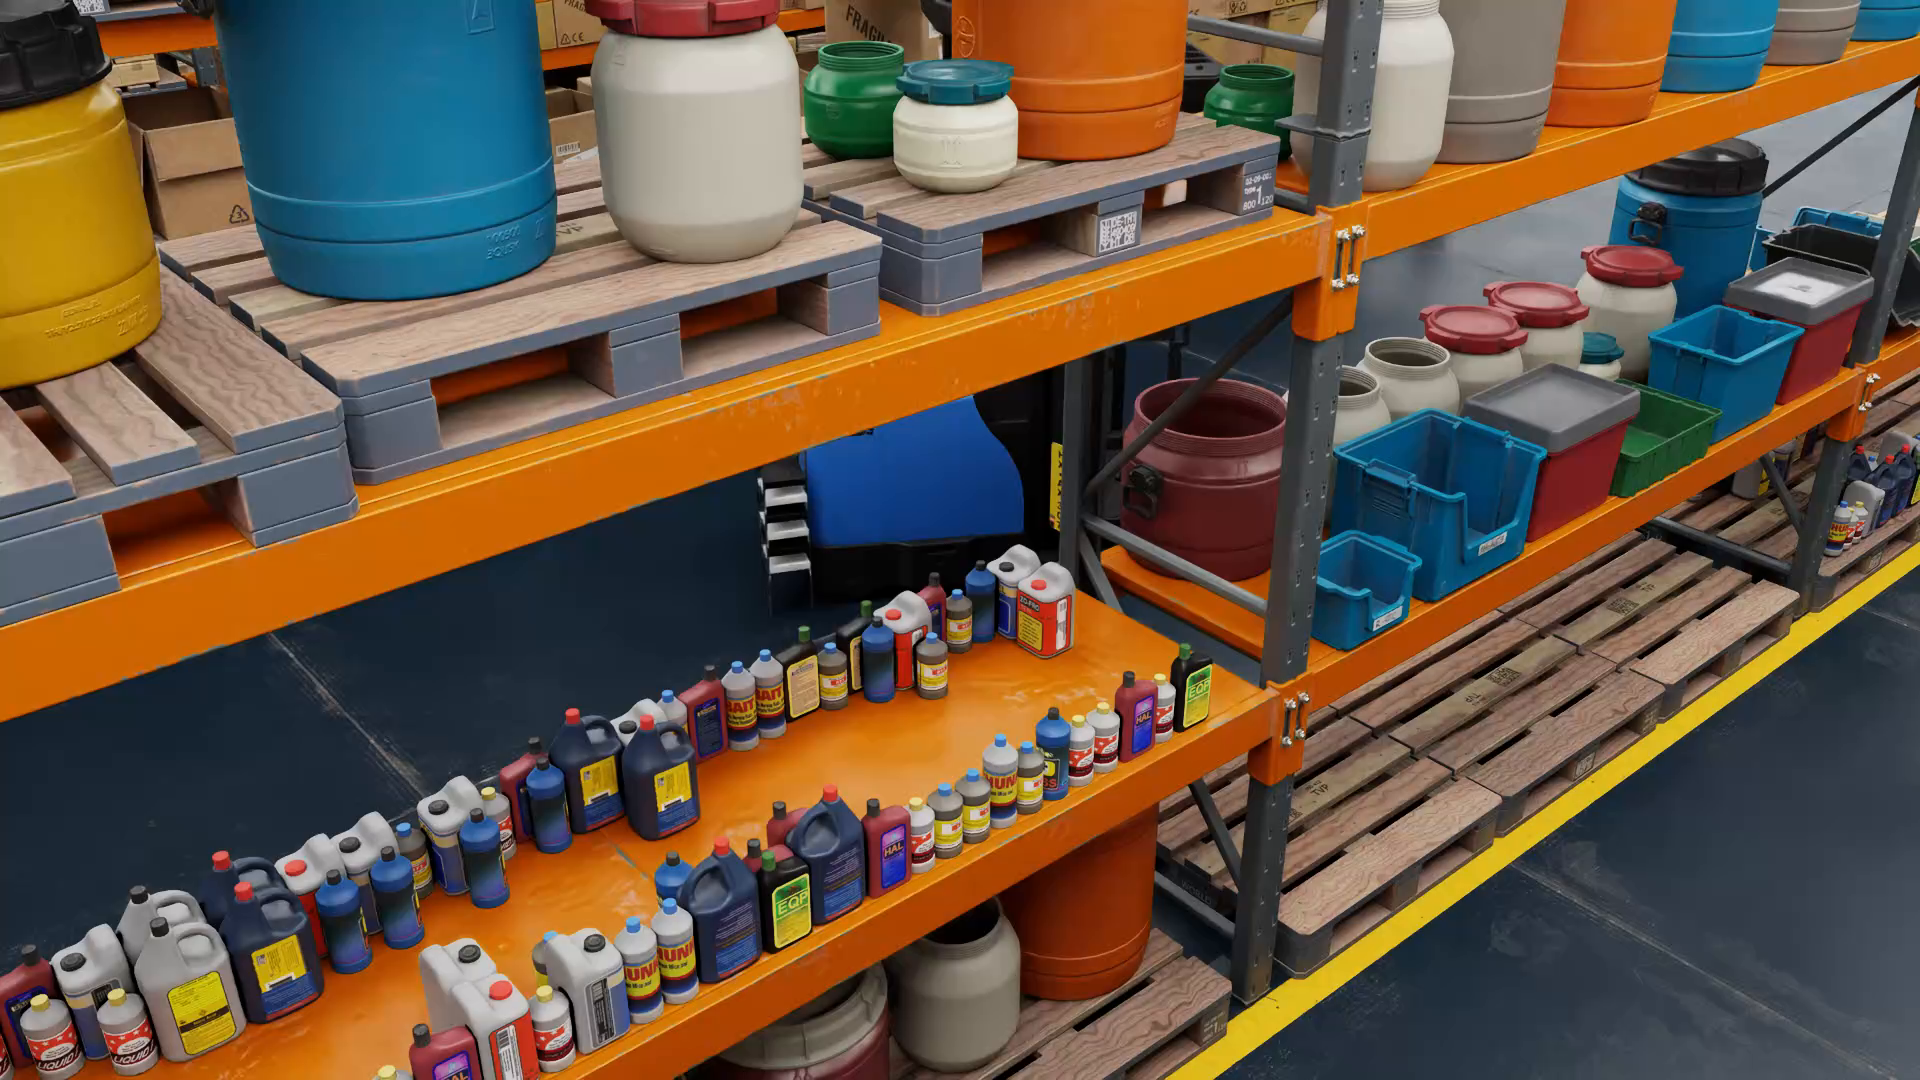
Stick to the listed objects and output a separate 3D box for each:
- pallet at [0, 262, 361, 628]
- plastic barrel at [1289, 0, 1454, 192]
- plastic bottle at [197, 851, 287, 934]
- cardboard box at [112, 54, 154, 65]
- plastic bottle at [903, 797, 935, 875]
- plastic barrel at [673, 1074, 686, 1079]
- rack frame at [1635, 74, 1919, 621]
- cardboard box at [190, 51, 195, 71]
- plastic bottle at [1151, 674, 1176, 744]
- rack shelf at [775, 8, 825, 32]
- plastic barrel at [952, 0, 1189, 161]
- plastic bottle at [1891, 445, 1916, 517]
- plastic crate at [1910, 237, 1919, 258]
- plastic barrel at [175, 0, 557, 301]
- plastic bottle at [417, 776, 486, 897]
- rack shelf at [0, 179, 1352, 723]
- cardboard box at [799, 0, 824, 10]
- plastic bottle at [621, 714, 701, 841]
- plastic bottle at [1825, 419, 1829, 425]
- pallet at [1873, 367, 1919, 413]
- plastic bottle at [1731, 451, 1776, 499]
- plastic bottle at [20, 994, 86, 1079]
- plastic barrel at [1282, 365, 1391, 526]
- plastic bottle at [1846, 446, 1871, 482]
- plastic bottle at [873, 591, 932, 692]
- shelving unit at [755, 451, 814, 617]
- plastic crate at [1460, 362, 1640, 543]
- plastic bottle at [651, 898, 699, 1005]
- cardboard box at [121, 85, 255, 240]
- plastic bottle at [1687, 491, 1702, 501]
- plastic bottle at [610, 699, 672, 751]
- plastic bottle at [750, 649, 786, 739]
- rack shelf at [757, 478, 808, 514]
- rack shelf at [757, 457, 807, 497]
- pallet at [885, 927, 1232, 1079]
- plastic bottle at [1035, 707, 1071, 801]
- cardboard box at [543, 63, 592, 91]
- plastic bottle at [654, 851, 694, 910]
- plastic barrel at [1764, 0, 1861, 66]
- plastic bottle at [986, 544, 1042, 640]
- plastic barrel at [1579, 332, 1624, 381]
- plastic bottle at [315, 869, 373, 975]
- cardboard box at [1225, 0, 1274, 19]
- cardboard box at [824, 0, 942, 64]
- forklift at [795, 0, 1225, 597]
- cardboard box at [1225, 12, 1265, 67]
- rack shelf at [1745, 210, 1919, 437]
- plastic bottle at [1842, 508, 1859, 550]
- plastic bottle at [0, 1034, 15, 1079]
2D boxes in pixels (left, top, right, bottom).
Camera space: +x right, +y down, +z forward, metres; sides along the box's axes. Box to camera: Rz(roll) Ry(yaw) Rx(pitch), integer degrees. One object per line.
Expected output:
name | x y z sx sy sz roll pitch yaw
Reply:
pallet | -1.800 -0.199 2.957 1.003 0.211 1.213 -22 35 -35
plastic barrel | 1.146 -1.265 4.634 0.421 0.512 0.421 0 28 0
plastic bottle | -1.705 0.883 3.968 0.185 0.351 0.144 -22 35 -35
cardboard box | -5.727 -3.384 11.406 0.250 0.149 0.380 -21 35 -34
plastic bottle | -0.114 0.764 4.348 0.097 0.201 0.097 0 28 0
plastic barrel | -0.881 1.710 4.561 0.421 0.512 0.421 0 28 0
rack frame | 3.753 -1.131 7.685 0.127 3.000 1.000 -22 35 -35
cardboard box | -5.478 -3.771 12.518 0.500 0.500 0.500 -22 35 -35
plastic bottle | 0.580 0.485 4.870 0.097 0.201 0.097 0 28 0
rack shelf | -1.082 -5.011 15.708 4.000 0.370 1.077 -22 35 -35
plastic barrel | 0.277 -1.433 4.165 0.708 0.830 0.600 -22 35 -35
plastic bottle | 4.780 -0.313 8.497 0.185 0.351 0.144 -24 36 -37
plastic crate | 4.969 -1.352 8.322 0.662 0.188 0.450 -22 35 -35
plastic barrel | -1.133 -0.990 3.261 0.708 0.901 0.600 -22 35 -35
plastic bottle | -1.302 0.756 4.284 0.135 0.276 0.152 -22 35 -35
rack shelf | -0.811 -0.302 3.713 4.000 0.370 1.077 -22 35 -35
cardboard box | -1.440 -5.199 15.137 0.550 0.550 0.875 -22 35 -35
plastic bottle | -0.807 0.616 4.468 0.185 0.351 0.144 -22 35 -35
plastic bottle | 4.954 -0.798 9.489 0.097 0.271 0.097 0 28 0
pallet | 6.148 -0.838 10.095 1.213 0.211 1.003 -22 35 -35
plastic bottle | 4.150 -0.406 8.671 0.185 0.351 0.144 -22 35 -35
plastic bottle | -2.031 1.103 3.715 0.097 0.201 0.097 0 28 0
plastic barrel | 1.354 -0.348 6.101 0.421 0.512 0.421 0 28 0
plastic bottle | 4.543 -0.307 8.486 0.185 0.351 0.144 -22 35 -35
plastic bottle | -0.180 0.305 5.128 0.135 0.276 0.152 -22 35 -35
shelving unit | -0.847 -0.094 7.970 0.210 0.900 0.258 -8 29 -14
plastic crate | 2.138 -0.321 6.099 0.583 0.464 0.402 -22 35 -35
plastic bottle | -0.672 0.958 3.911 0.097 0.271 0.097 0 28 0
cardboard box | -3.569 -1.754 7.679 0.637 0.503 0.797 -21 35 -34
plastic bottle | 3.827 -0.314 8.657 0.097 0.201 0.097 0 28 0
plastic bottle | -0.884 0.588 4.599 0.135 0.276 0.152 -22 35 -35
plastic bottle | -0.564 0.444 4.873 0.097 0.271 0.097 0 28 0
rack shelf | -0.847 -0.223 7.901 0.200 0.077 0.258 -8 29 -14
rack shelf | -0.847 -0.302 7.859 0.200 0.077 0.258 -8 29 -14
pallet | 0.138 1.578 5.573 1.213 0.211 1.003 -22 35 -35
plastic bottle | 0.256 0.585 4.610 0.097 0.271 0.097 0 28 0
cardboard box | -3.017 -3.688 14.409 0.750 0.750 1.050 -22 35 -35
plastic bottle | -0.692 0.877 4.064 0.097 0.271 0.097 0 28 0
plastic barrel | 3.010 -2.242 6.048 0.600 0.901 0.600 0 28 0
plastic bottle | 0.171 0.163 5.393 0.135 0.276 0.152 -22 35 -35
plastic barrel | 2.647 -0.721 7.062 0.301 0.262 0.301 0 28 0
plastic bottle | -1.486 0.909 4.003 0.097 0.271 0.097 0 28 0
cardboard box | 1.806 -3.876 11.338 0.500 0.500 0.500 -22 35 -35
cardboard box | -0.157 -3.164 10.406 1.000 1.000 1.000 -22 35 -35
forklift | 0.678 -1.331 8.131 3.031 2.935 1.130 -4 28 -8
cardboard box | 1.639 -3.528 11.747 0.500 0.500 0.875 -22 35 -35
rack shelf | 5.275 -1.426 8.999 4.000 0.370 1.077 -22 35 -35
plastic bottle | 4.358 -0.063 8.187 0.097 0.201 0.097 0 28 0
plastic bottle | -2.172 1.122 3.679 0.097 0.201 0.097 0 28 0
